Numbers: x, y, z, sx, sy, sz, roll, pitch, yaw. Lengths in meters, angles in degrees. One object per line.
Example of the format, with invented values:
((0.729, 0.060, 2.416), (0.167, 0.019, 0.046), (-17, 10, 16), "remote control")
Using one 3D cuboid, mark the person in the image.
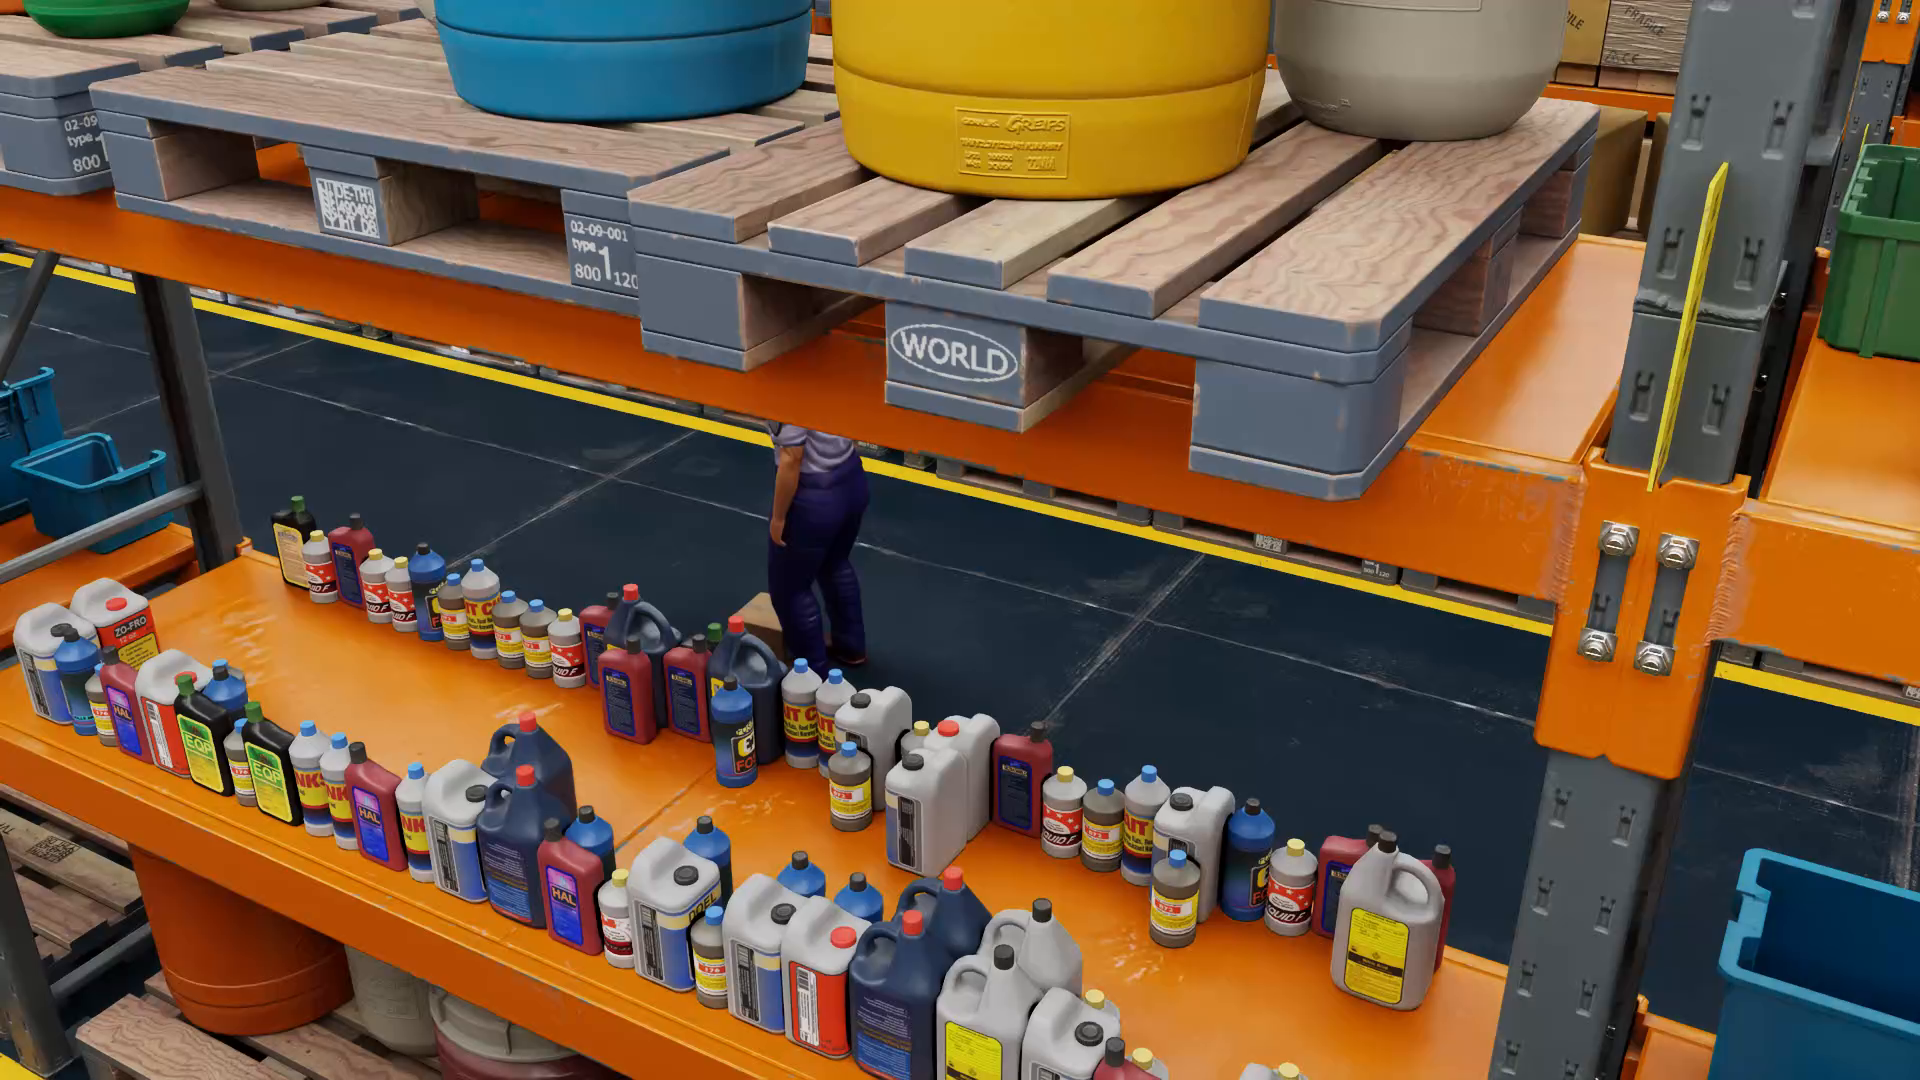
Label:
((-0.571, -0.172, 6.468), (0.374, 1.650, 0.548), (13, 29, 24), "person")
